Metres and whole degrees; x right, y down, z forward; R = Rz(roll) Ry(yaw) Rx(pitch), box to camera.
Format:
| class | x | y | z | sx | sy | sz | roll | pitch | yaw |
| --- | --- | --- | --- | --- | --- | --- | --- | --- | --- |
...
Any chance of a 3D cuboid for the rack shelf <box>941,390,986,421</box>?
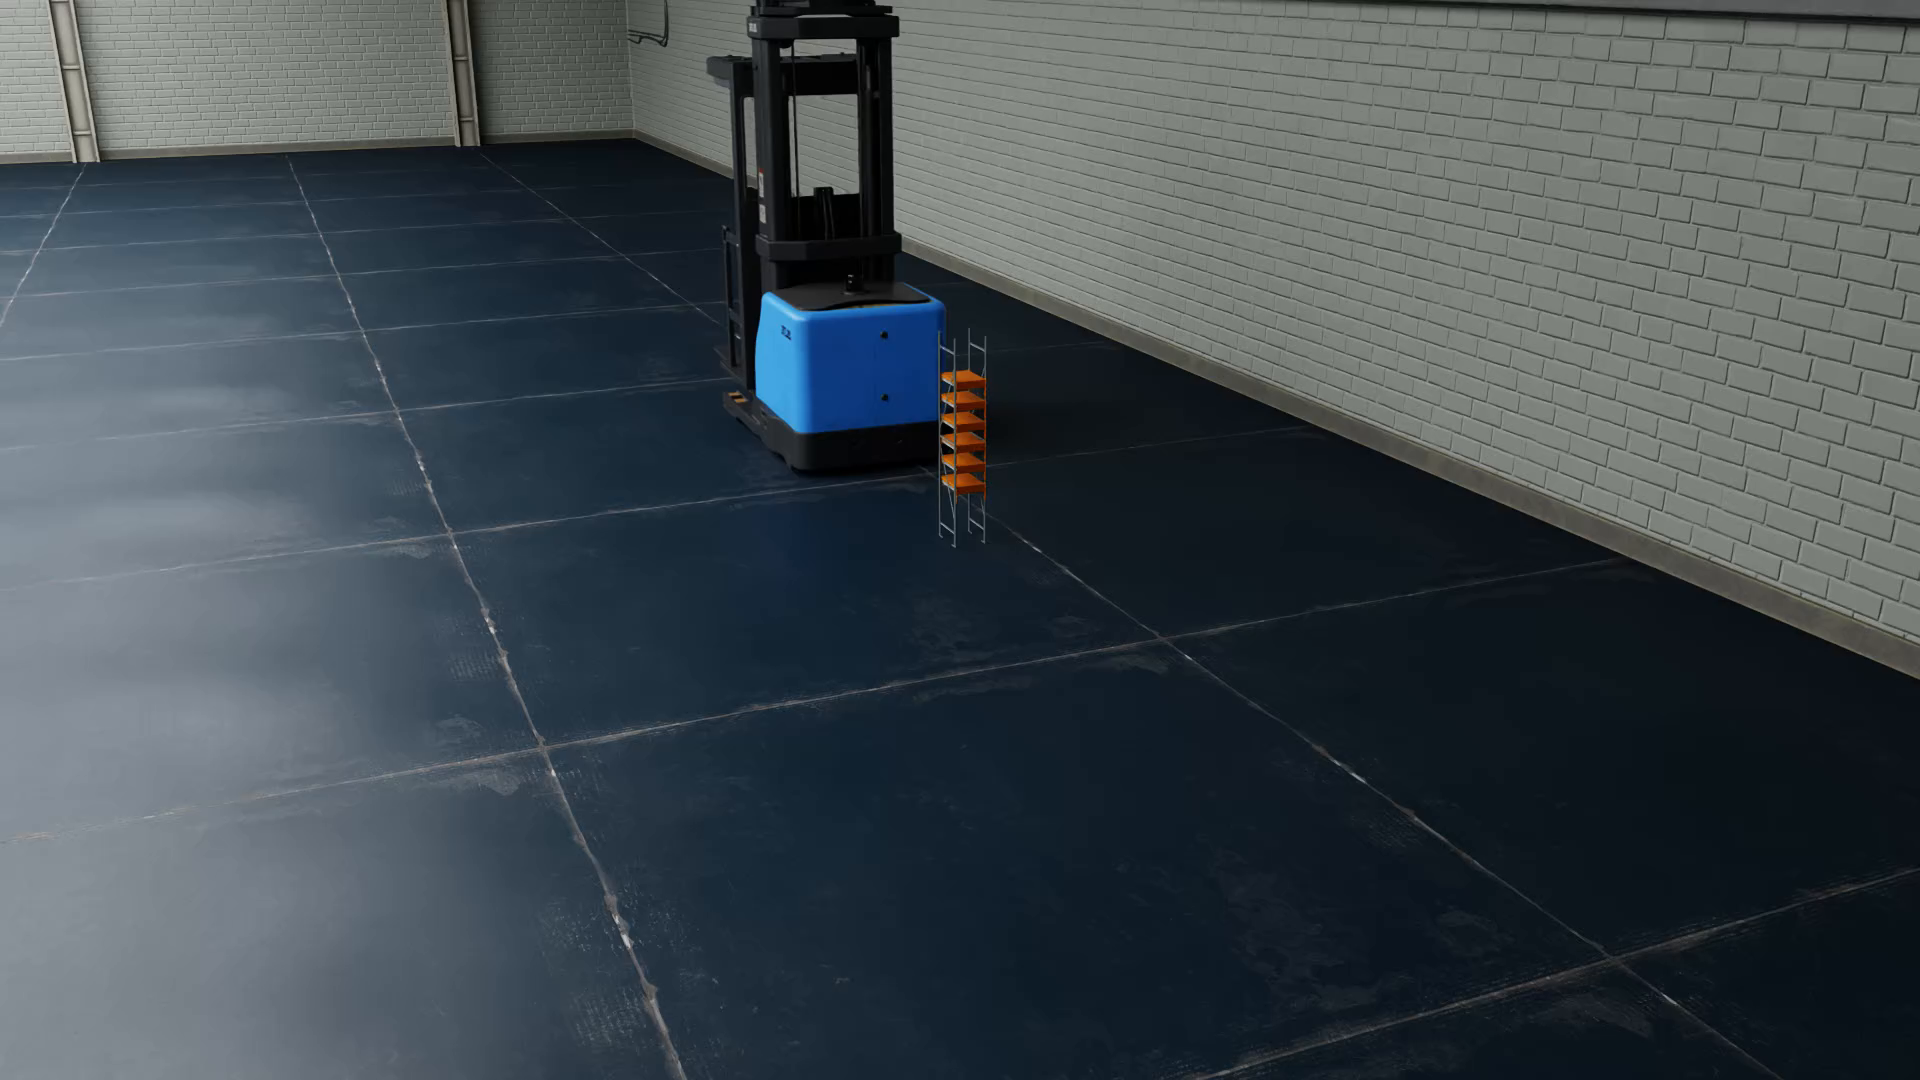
| class | x | y | z | sx | sy | sz | roll | pitch | yaw |
| --- | --- | --- | --- | --- | --- | --- | --- | --- | --- |
| rack shelf | 0.013 | -0.752 | 9.263 | 0.180 | 0.103 | 0.258 | -8 | 21 | -22 |

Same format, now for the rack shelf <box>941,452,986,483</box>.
| class | x | y | z | sx | sy | sz | roll | pitch | yaw |
| --- | --- | --- | --- | --- | --- | --- | --- | --- | --- |
| rack shelf | 0.013 | -0.413 | 9.383 | 0.180 | 0.103 | 0.258 | -8 | 21 | -22 |

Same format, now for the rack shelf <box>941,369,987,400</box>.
| class | x | y | z | sx | sy | sz | roll | pitch | yaw |
| --- | --- | --- | --- | --- | --- | --- | --- | --- | --- |
| rack shelf | 0.013 | -0.866 | 9.223 | 0.180 | 0.103 | 0.258 | -8 | 21 | -22 |

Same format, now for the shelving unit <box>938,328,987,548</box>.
| class | x | y | z | sx | sy | sz | roll | pitch | yaw |
| --- | --- | --- | --- | --- | --- | --- | --- | --- | --- |
| shelving unit | 0.013 | -0.568 | 9.328 | 0.189 | 1.200 | 0.258 | -8 | 21 | -22 |

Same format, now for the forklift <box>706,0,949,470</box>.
| class | x | y | z | sx | sy | sz | roll | pitch | yaw |
| --- | --- | --- | --- | --- | --- | --- | --- | --- | --- |
| forklift | -1.084 | -2.278 | 11.578 | 1.130 | 2.935 | 3.031 | -7 | 21 | -20 |

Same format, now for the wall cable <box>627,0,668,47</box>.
| class | x | y | z | sx | sy | sz | roll | pitch | yaw |
| --- | --- | --- | --- | --- | --- | --- | --- | --- | --- |
| wall cable | -5.414 | -9.696 | 28.185 | 0.112 | 2.526 | 3.097 | -8 | 21 | -22 |

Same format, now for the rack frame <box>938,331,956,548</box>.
| class | x | y | z | sx | sy | sz | roll | pitch | yaw |
| --- | --- | --- | --- | --- | --- | --- | --- | --- | --- |
| rack frame | -0.071 | -0.556 | 9.294 | 0.006 | 1.200 | 0.240 | -8 | 21 | -22 |

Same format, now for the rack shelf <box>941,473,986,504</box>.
| class | x | y | z | sx | sy | sz | roll | pitch | yaw |
| --- | --- | --- | --- | --- | --- | --- | --- | --- | --- |
| rack shelf | 0.013 | -0.300 | 9.423 | 0.180 | 0.103 | 0.258 | -8 | 21 | -22 |

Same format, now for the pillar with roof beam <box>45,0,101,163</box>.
| class | x | y | z | sx | sy | sz | roll | pitch | yaw |
| --- | --- | --- | --- | --- | --- | --- | --- | --- | --- |
| pillar with roof beam | -12.447 | -9.074 | 21.744 | 0.400 | 9.000 | 9.100 | -8 | 21 | -22 |

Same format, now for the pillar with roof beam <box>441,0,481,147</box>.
| class | x | y | z | sx | sy | sz | roll | pitch | yaw |
| --- | --- | --- | --- | --- | --- | --- | --- | --- | --- |
| pillar with roof beam | -6.938 | -9.863 | 23.985 | 0.400 | 9.000 | 9.100 | -8 | 21 | -22 |

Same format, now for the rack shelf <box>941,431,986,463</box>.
| class | x | y | z | sx | sy | sz | roll | pitch | yaw |
| --- | --- | --- | --- | --- | --- | --- | --- | --- | --- |
| rack shelf | 0.013 | -0.526 | 9.343 | 0.180 | 0.103 | 0.258 | -8 | 21 | -22 |

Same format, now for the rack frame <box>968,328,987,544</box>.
| class | x | y | z | sx | sy | sz | roll | pitch | yaw |
| --- | --- | --- | --- | --- | --- | --- | --- | --- | --- |
| rack frame | 0.097 | -0.580 | 9.362 | 0.006 | 1.200 | 0.240 | -8 | 21 | -22 |

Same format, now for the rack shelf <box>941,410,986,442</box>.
| class | x | y | z | sx | sy | sz | roll | pitch | yaw |
| --- | --- | --- | --- | --- | --- | --- | --- | --- | --- |
| rack shelf | 0.013 | -0.639 | 9.303 | 0.180 | 0.103 | 0.258 | -8 | 21 | -22 |
